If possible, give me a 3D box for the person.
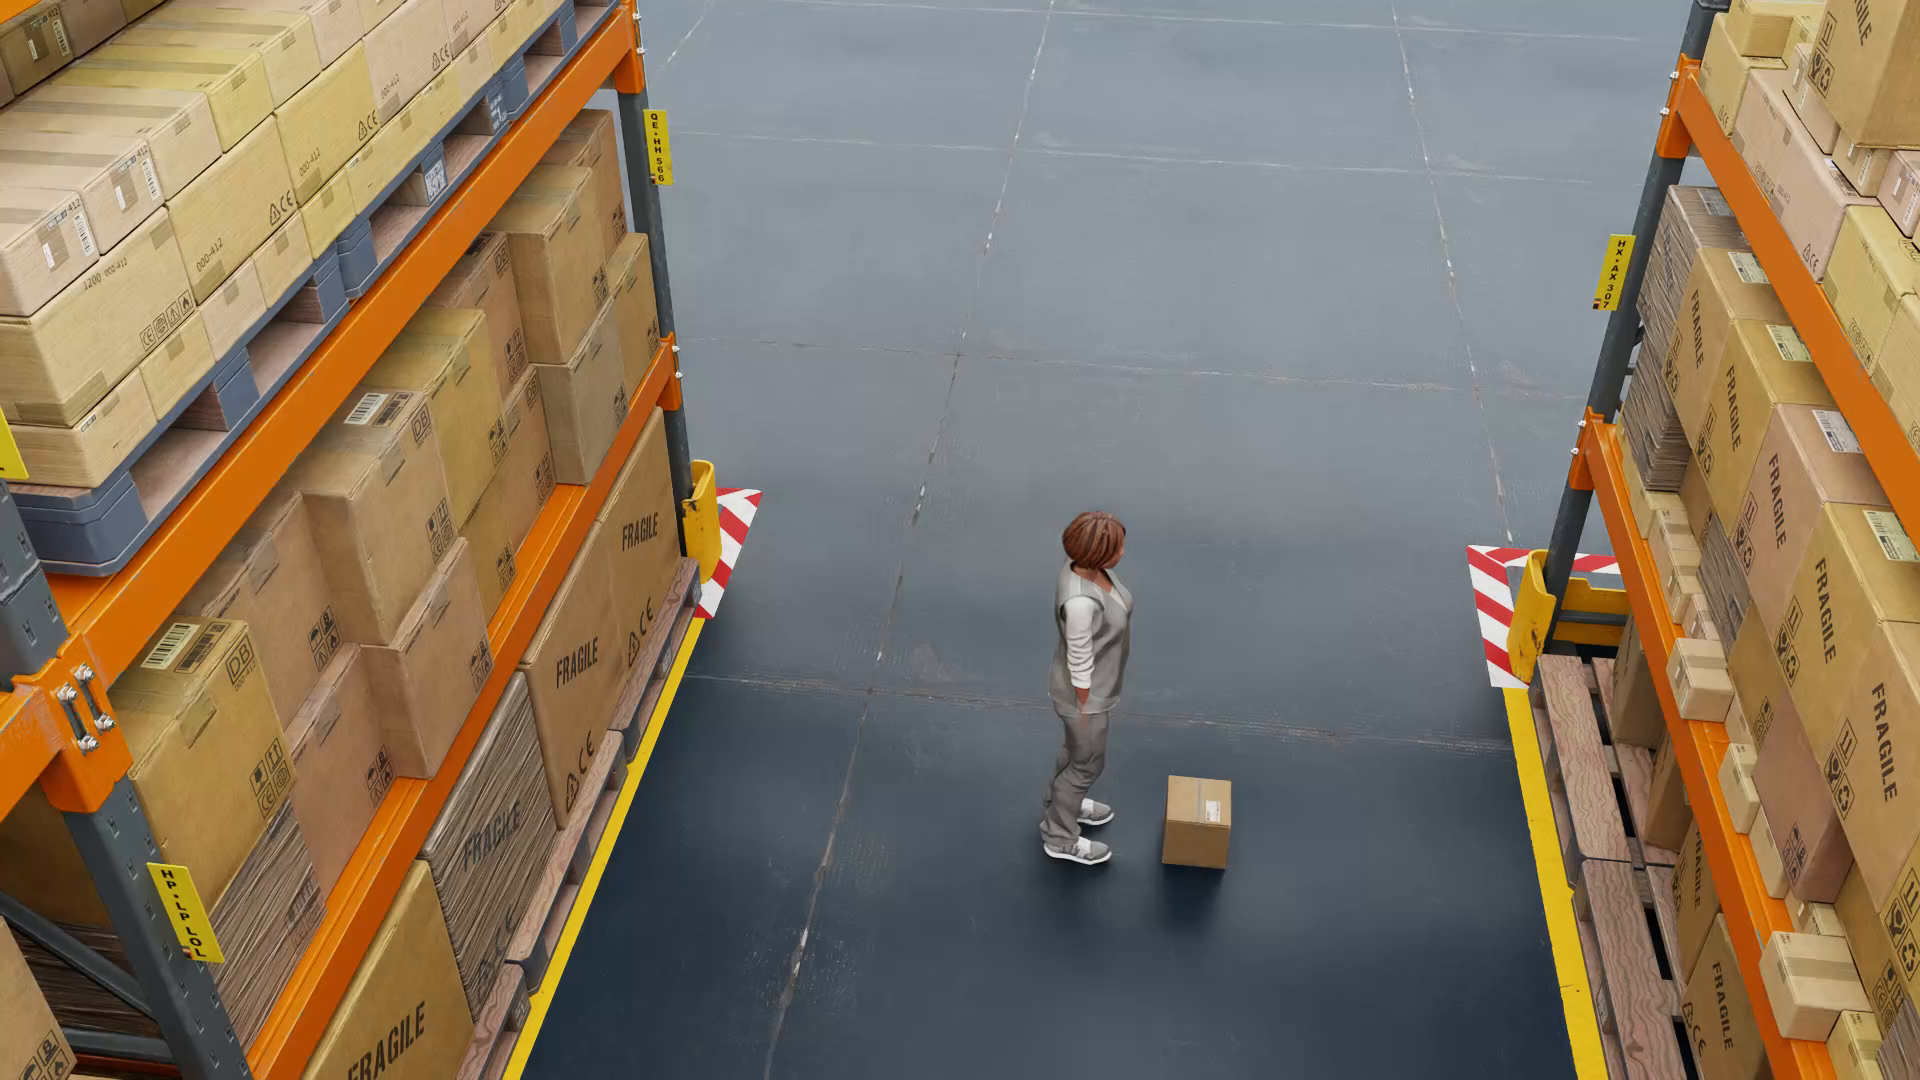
[{"bbox_3d":[0.480,0.553,6.317,0.306,1.583,0.407,5,37,7],"label":"person"}]
